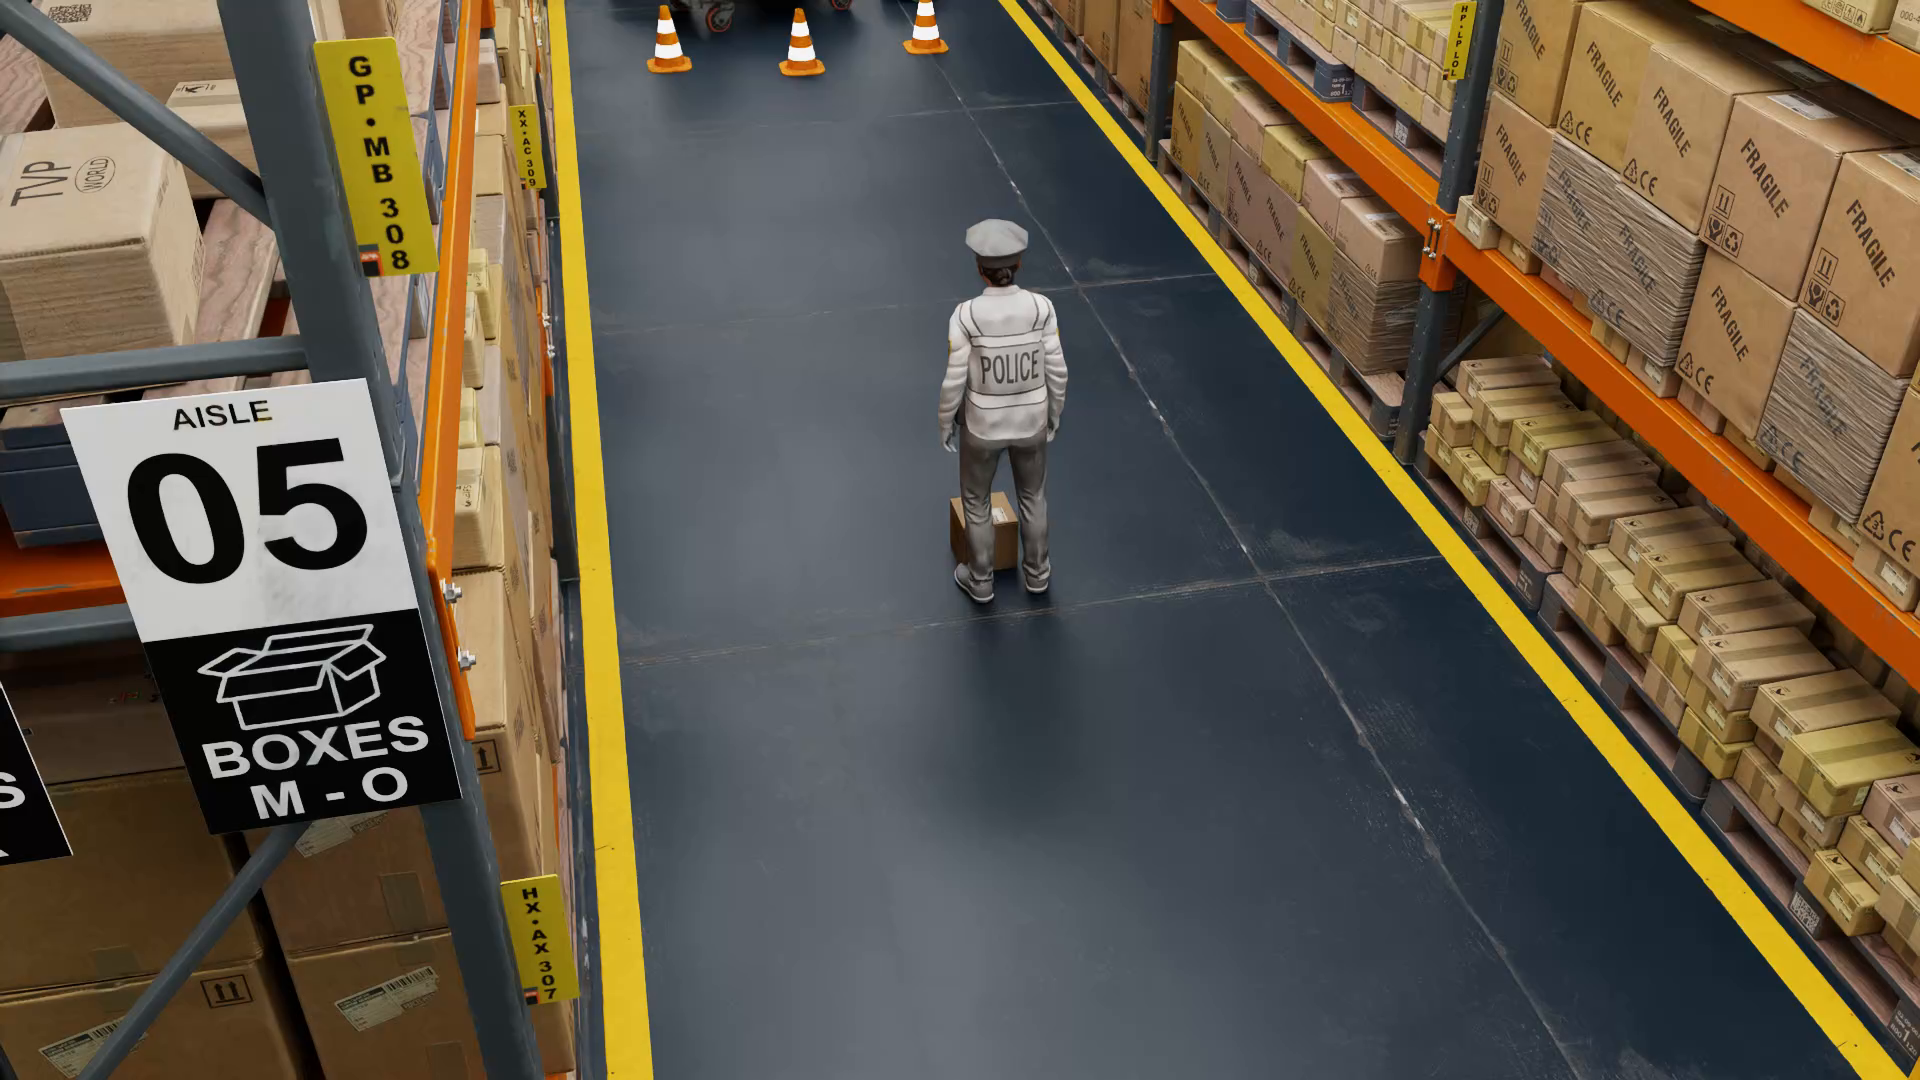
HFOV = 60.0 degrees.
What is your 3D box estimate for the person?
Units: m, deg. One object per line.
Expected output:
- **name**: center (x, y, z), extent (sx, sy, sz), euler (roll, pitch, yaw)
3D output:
- **person**: center (0.172, -0.482, 6.839), extent (0.530, 1.663, 0.371), euler (-7, 35, -10)
